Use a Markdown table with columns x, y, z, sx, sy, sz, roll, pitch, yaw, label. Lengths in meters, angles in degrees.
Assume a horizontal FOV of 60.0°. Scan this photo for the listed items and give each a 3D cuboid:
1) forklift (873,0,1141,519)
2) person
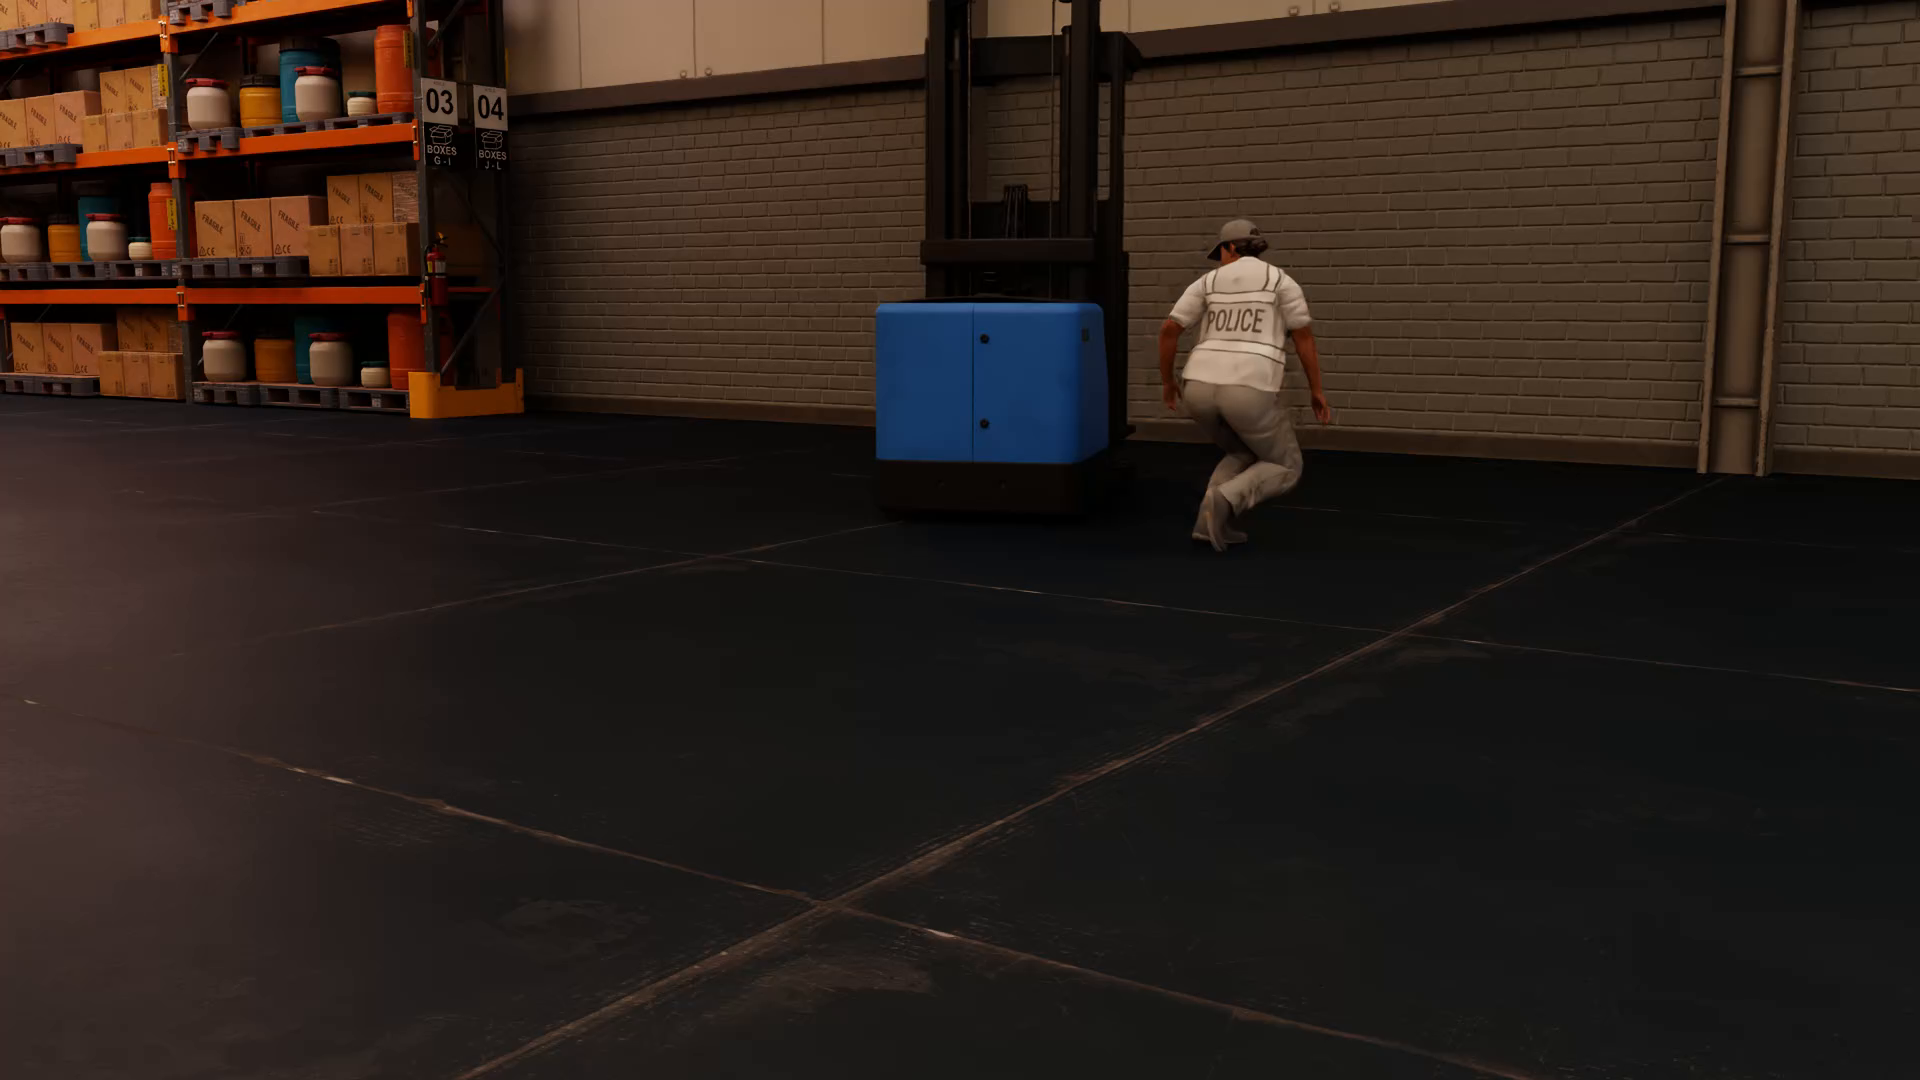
| x | y | z | sx | sy | sz | roll | pitch | yaw | label |
| --- | --- | --- | --- | --- | --- | --- | --- | --- | --- |
| 0.405 | -1.727 | 9.339 | 1.130 | 2.935 | 3.031 | 2 | 8 | 13 | forklift |
| 1.211 | -0.681 | 7.335 | 0.757 | 1.459 | 0.621 | 6 | 10 | 38 | person |
